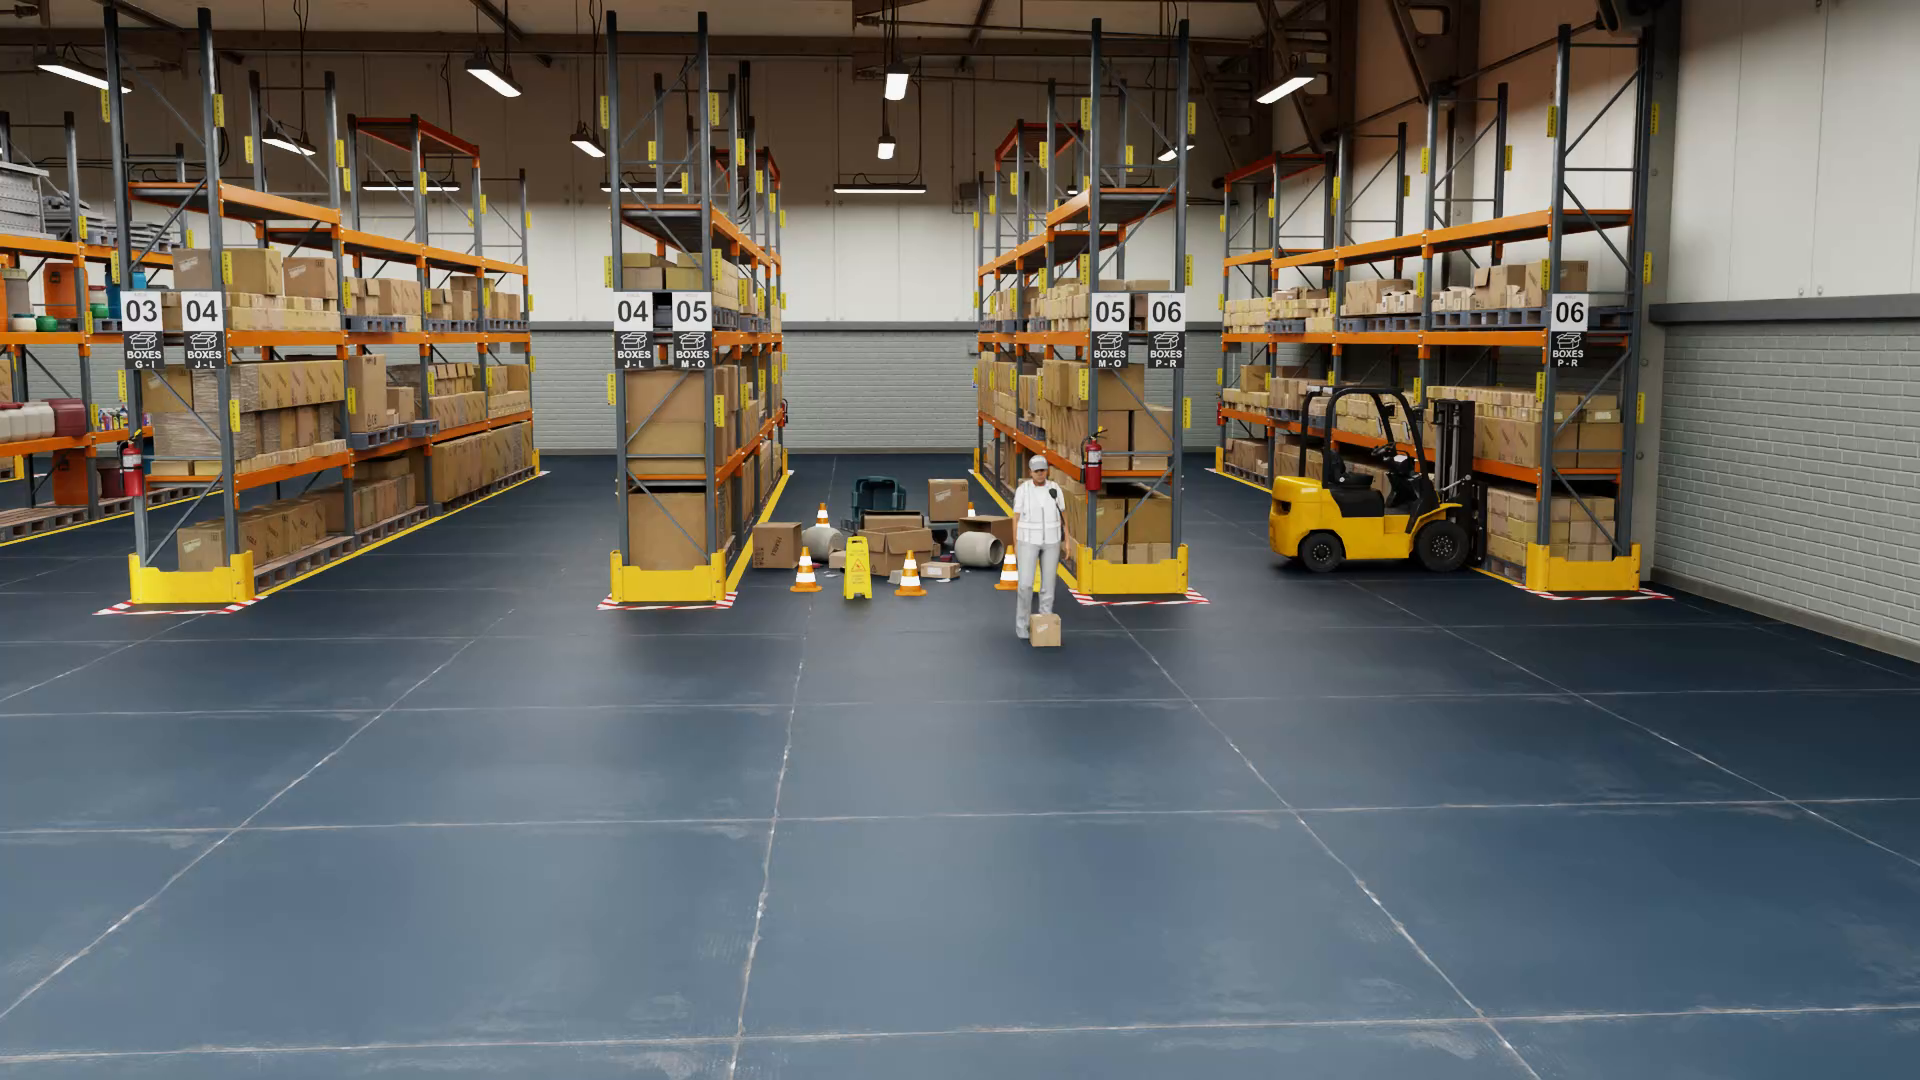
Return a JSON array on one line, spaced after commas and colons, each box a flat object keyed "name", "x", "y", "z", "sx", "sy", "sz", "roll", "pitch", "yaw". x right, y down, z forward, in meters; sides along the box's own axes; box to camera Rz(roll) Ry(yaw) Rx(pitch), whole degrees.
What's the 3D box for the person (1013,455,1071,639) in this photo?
[{"name": "person", "x": 0.759, "y": 0.083, "z": 15.296, "sx": 0.513, "sy": 1.733, "sz": 0.448, "roll": -1, "pitch": 7, "yaw": -11}]
